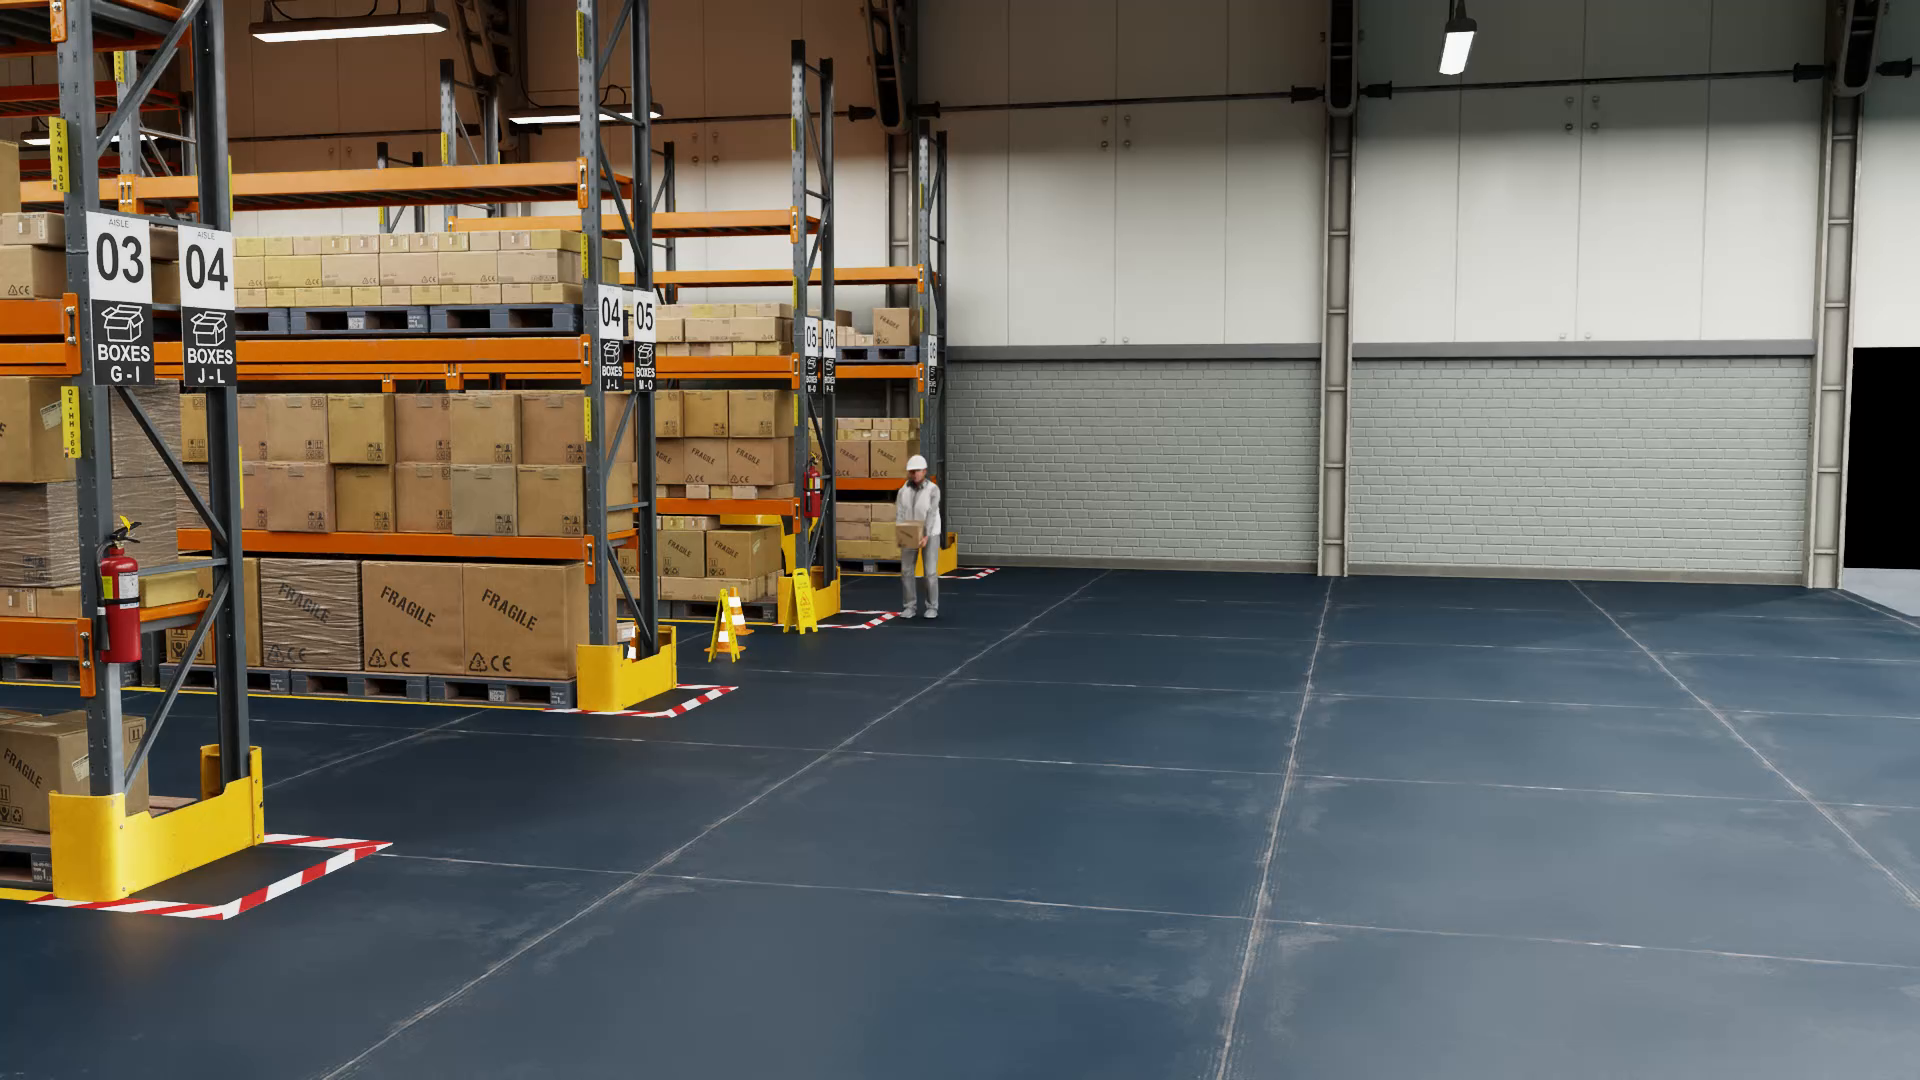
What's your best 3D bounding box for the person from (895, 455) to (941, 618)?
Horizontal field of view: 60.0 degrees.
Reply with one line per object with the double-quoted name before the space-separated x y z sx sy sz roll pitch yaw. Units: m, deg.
"person" -0.445 -0.033 17.886 0.484 1.756 0.584 2 5 18
